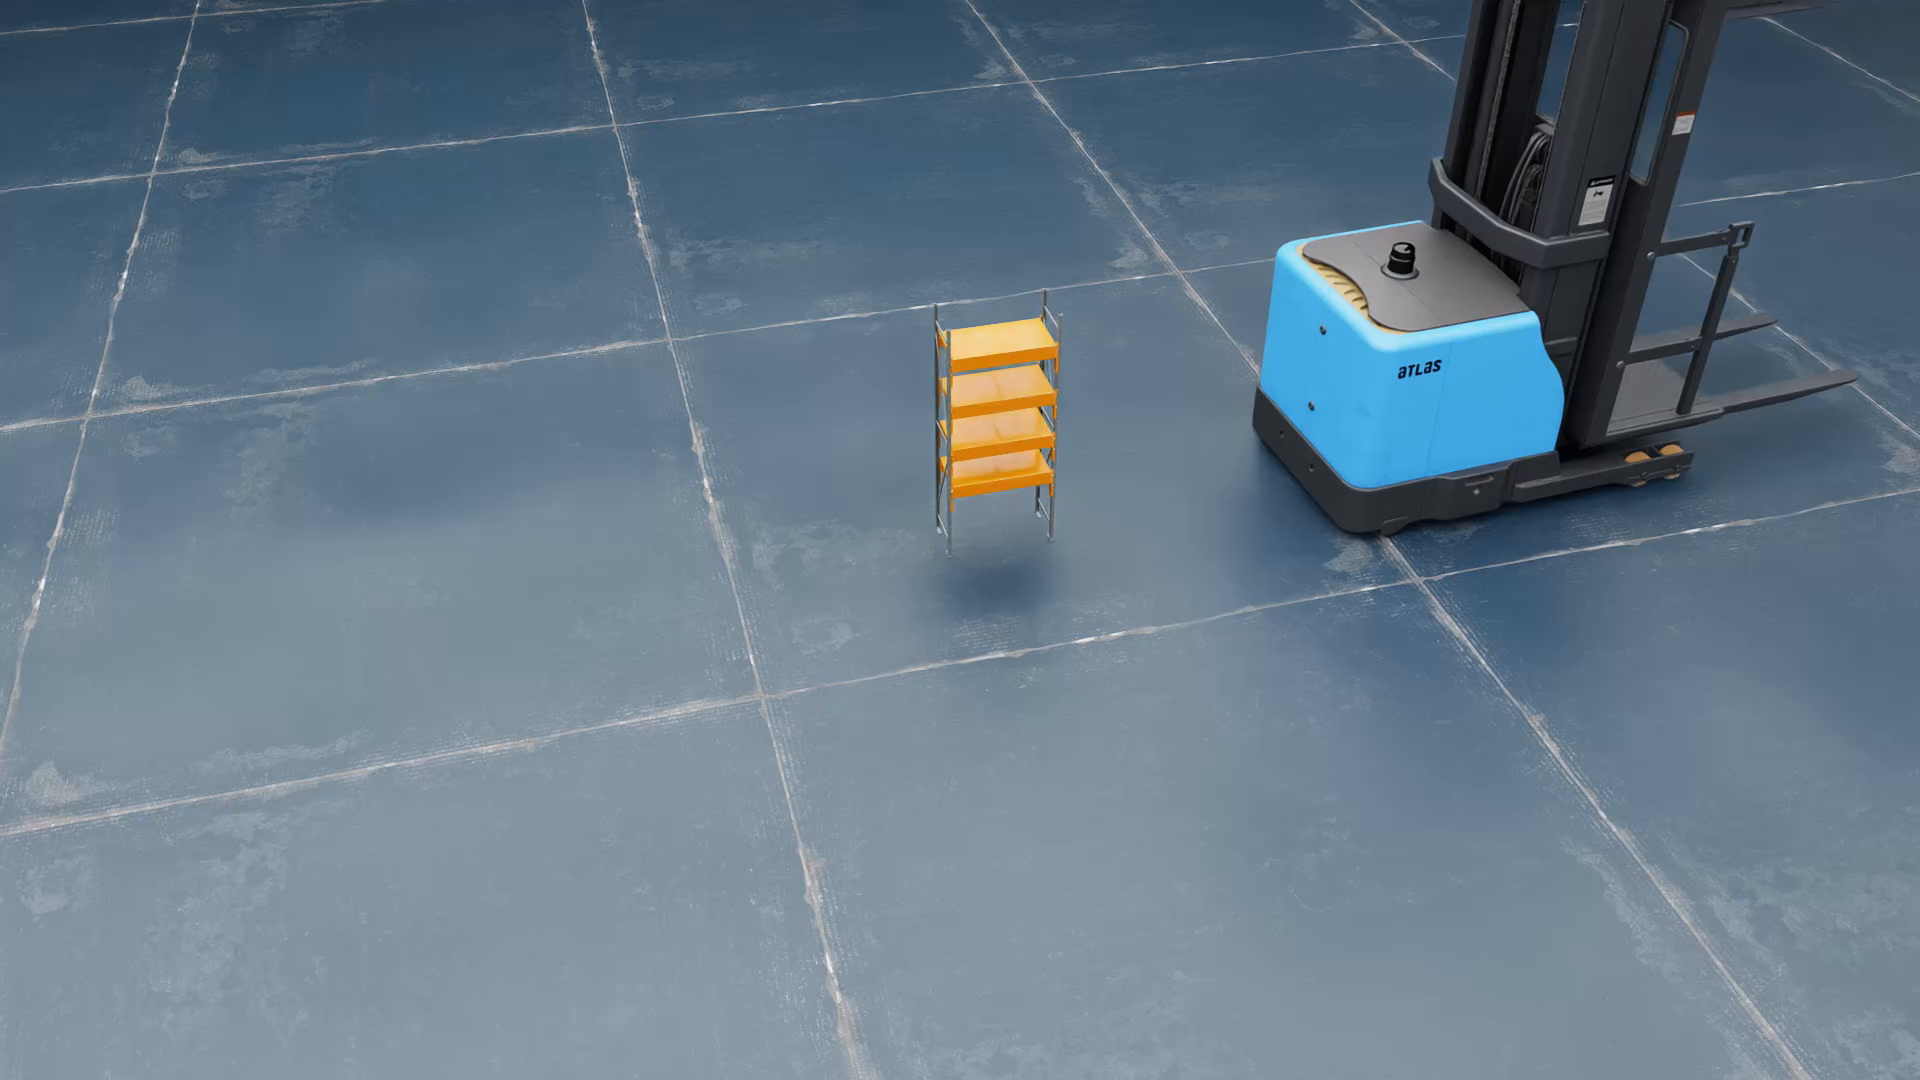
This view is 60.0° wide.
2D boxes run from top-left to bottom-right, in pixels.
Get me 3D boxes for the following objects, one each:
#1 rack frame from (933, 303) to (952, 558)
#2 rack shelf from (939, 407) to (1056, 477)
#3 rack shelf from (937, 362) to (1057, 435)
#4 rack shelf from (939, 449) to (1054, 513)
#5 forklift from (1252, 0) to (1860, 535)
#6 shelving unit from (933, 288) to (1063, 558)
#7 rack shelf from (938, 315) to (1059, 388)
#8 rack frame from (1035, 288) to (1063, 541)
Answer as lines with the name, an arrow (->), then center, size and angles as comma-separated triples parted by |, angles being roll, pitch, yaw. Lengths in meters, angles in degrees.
rack frame -> -0.076, -0.464, 7.369 | 0.015, 1.200, 0.240 | -9, 38, -12
rack shelf -> 0.160, -0.449, 7.461 | 0.480, 0.148, 0.258 | -9, 38, -12
rack shelf -> 0.160, -0.627, 7.325 | 0.480, 0.148, 0.258 | -9, 38, -12
rack shelf -> 0.160, -0.292, 7.581 | 0.480, 0.148, 0.258 | -9, 38, -12
forklift -> 3.047, -1.718, 7.583 | 3.031, 2.935, 1.130 | -12, 39, -15
shelving unit -> 0.160, -0.503, 7.420 | 0.503, 1.200, 0.258 | -9, 38, -12
rack shelf -> 0.160, -0.815, 7.181 | 0.480, 0.148, 0.258 | -9, 38, -12
rack frame -> 0.395, -0.541, 7.470 | 0.015, 1.200, 0.240 | -9, 38, -12
